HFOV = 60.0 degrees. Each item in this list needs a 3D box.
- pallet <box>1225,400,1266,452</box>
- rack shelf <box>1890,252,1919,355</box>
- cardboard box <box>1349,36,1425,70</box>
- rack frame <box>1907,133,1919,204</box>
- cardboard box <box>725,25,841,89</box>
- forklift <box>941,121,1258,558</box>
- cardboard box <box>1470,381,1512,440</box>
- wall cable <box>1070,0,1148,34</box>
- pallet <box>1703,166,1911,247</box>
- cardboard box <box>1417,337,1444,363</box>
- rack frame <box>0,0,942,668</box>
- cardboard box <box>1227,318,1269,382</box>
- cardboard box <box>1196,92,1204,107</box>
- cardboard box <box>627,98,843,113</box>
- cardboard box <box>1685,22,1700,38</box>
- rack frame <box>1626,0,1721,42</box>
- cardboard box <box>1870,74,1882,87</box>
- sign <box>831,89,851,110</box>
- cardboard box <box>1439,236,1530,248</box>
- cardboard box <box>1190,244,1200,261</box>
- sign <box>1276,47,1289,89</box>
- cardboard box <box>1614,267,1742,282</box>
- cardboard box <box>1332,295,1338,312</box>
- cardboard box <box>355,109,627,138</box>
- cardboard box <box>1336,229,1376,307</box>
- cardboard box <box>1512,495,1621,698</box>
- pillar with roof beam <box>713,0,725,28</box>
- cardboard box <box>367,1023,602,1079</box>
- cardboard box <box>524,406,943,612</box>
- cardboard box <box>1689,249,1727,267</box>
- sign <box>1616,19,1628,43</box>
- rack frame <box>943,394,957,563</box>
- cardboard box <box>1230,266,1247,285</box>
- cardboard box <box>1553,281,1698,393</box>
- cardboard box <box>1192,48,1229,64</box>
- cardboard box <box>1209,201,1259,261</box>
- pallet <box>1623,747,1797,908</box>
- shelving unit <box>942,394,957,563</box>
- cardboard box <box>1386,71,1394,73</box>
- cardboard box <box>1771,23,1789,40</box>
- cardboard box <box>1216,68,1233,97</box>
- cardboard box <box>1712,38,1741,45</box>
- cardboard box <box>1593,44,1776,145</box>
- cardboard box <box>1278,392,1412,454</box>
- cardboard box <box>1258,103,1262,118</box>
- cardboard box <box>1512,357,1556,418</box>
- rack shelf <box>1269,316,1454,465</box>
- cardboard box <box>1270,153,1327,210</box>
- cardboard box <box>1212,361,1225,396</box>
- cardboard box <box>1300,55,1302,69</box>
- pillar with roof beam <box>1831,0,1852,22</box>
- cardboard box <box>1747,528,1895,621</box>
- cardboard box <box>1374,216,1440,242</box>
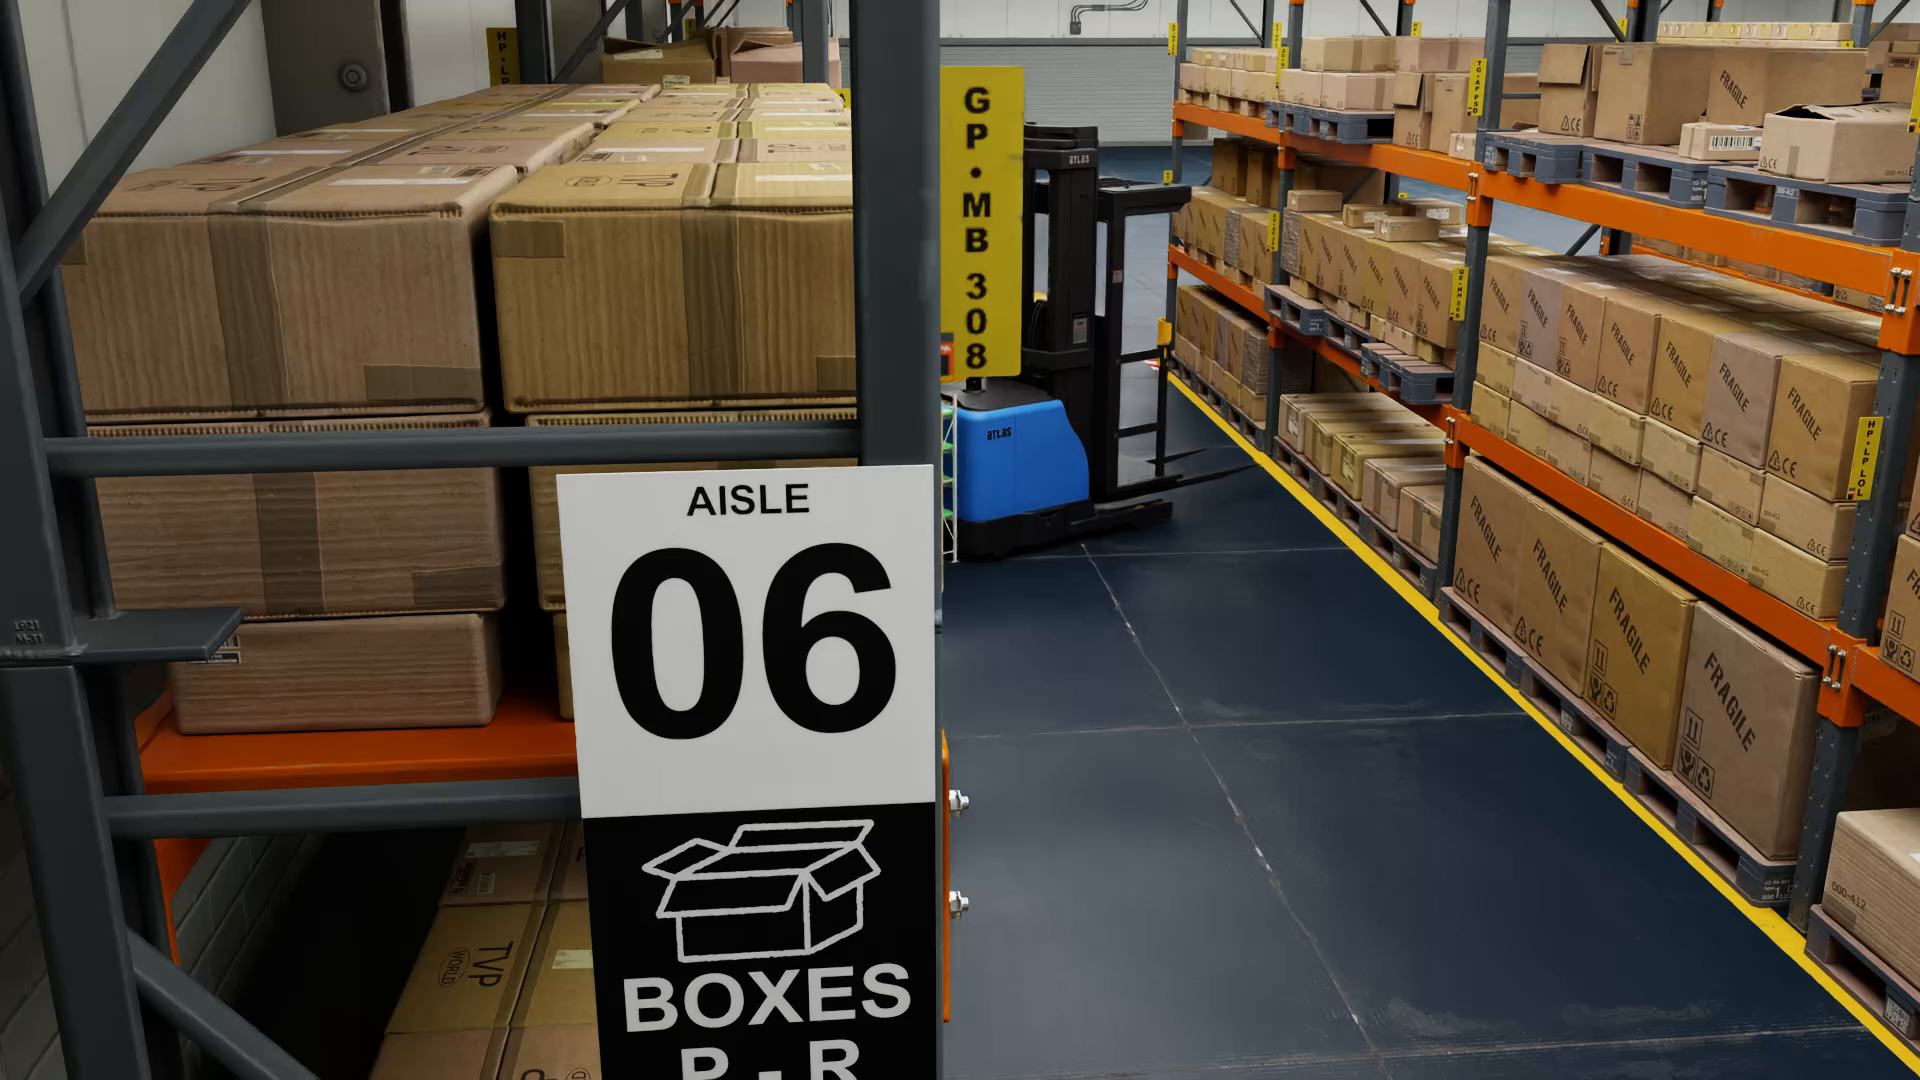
[{"bbox_3d":[3.071,-1.067,15.224,1.003,0.211,1.213,-2,18,-6],"label":"pallet"},{"bbox_3d":[4.207,-0.307,4.341,1.077,0.370,4.000,-2,18,-6],"label":"rack shelf"},{"bbox_3d":[3.362,-3.828,13.070,0.500,0.250,0.500,-1,17,-4],"label":"cardboard box"},{"bbox_3d":[4.001,-2.677,5.682,1.000,3.000,0.127,-2,18,-6],"label":"rack frame"},{"bbox_3d":[-0.620,-1.660,5.812,0.396,0.266,0.258,-2,18,-6],"label":"cardboard box"},{"bbox_3d":[0.993,-1.607,12.401,3.031,2.935,1.130,-13,21,-35],"label":"forklift"},{"bbox_3d":[3.389,-0.782,9.910,0.500,0.250,0.500,-2,18,-7],"label":"cardboard box"},{"bbox_3d":[4.363,-17.631,47.634,2.305,6.003,0.169,-2,18,-6],"label":"wall cable"},{"bbox_3d":[3.857,-1.427,7.025,0.805,0.209,1.217,-2,18,-8],"label":"pallet"},{"bbox_3d":[3.221,-1.255,10.886,0.380,0.149,0.250,-2,17,-5],"label":"cardboard box"},{"bbox_3d":[-0.523,-1.331,1.394,1.000,3.000,0.127,-2,18,-6],"label":"rack frame"},{"bbox_3d":[2.794,-1.764,15.427,0.500,0.500,0.500,-1,17,-5],"label":"cardboard box"},{"bbox_3d":[2.584,-4.437,16.715,0.380,0.149,0.250,-1,17,-4],"label":"cardboard box"},{"bbox_3d":[-0.539,-0.956,4.124,0.500,0.250,0.500,-1,17,-5],"label":"cardboard box"},{"bbox_3d":[7.498,-5.101,16.629,0.380,0.149,0.250,-2,18,-7],"label":"cardboard box"},{"bbox_3d":[7.677,-6.436,17.653,1.000,3.000,0.127,-2,18,-6],"label":"rack frame"},{"bbox_3d":[8.361,-4.137,14.890,0.380,0.149,0.250,-2,18,-5],"label":"cardboard box"},{"bbox_3d":[-0.397,-1.357,5.622,0.100,0.325,0.005,-2,18,-6],"label":"sign"},{"bbox_3d":[3.650,-1.851,11.701,0.500,0.500,0.500,-1,17,-5],"label":"cardboard box"},{"bbox_3d":[2.560,-2.930,16.920,0.380,0.149,0.250,-2,17,-5],"label":"cardboard box"},{"bbox_3d":[2.637,-3.857,13.585,0.100,0.325,0.005,-2,18,-6],"label":"sign"},{"bbox_3d":[3.963,-1.233,9.261,0.500,0.500,0.500,-1,17,-5],"label":"cardboard box"},{"bbox_3d":[3.049,-1.796,12.609,0.380,0.149,0.250,-2,18,-5],"label":"cardboard box"},{"bbox_3d":[-0.988,-0.791,3.600,0.500,0.250,0.500,-2,18,-6],"label":"cardboard box"},{"bbox_3d":[3.092,-1.990,12.145,0.500,0.500,0.500,-2,18,-8],"label":"cardboard box"},{"bbox_3d":[3.665,0.281,9.121,0.875,0.875,0.875,-2,17,-5],"label":"cardboard box"},{"bbox_3d":[-0.573,-11.359,33.334,9.100,9.000,0.400,-2,18,-6],"label":"pillar with roof beam"},{"bbox_3d":[-0.887,1.178,3.170,0.500,0.250,0.500,-2,18,-5],"label":"cardboard box"},{"bbox_3d":[-0.297,-0.111,2.269,0.500,0.250,0.500,-2,18,-6],"label":"cardboard box"},{"bbox_3d":[7.867,-3.045,16.619,0.875,0.550,0.500,-2,18,-6],"label":"cardboard box"},{"bbox_3d":[7.124,-5.444,17.910,0.100,0.325,0.005,-2,18,-6],"label":"sign"},{"bbox_3d":[-0.122,-0.399,11.444,0.240,1.200,0.015,-13,22,-35],"label":"rack frame"},{"bbox_3d":[2.732,-2.468,15.449,0.380,0.149,0.250,-2,18,-6],"label":"cardboard box"},{"bbox_3d":[3.495,-1.075,8.757,0.500,0.500,0.500,-1,17,-4],"label":"cardboard box"},{"bbox_3d":[2.597,-4.970,17.080,0.380,0.149,0.250,-2,18,-6],"label":"cardboard box"},{"bbox_3d":[2.707,-2.973,15.976,0.500,0.500,0.500,-2,18,-7],"label":"cardboard box"},{"bbox_3d":[3.846,1.288,7.723,1.003,0.211,1.213,-2,18,-6],"label":"pallet"},{"bbox_3d":[-0.270,-0.457,11.629,0.258,1.200,0.503,-13,22,-35],"label":"shelving unit"},{"bbox_3d":[3.427,-3.438,12.662,0.500,0.250,0.500,-2,17,-5],"label":"cardboard box"},{"bbox_3d":[7.658,-4.645,15.178,0.380,0.149,0.250,-1,17,-5],"label":"cardboard box"},{"bbox_3d":[2.704,-4.277,15.539,0.500,0.250,0.500,-1,17,-4],"label":"cardboard box"},{"bbox_3d":[7.628,-4.720,16.082,0.500,0.250,0.500,-2,18,-6],"label":"cardboard box"},{"bbox_3d":[3.880,-2.397,8.928,0.700,0.500,0.500,-3,18,-8],"label":"cardboard box"},{"bbox_3d":[3.232,-0.989,14.006,0.950,0.372,0.625,-2,17,-5],"label":"cardboard box"},{"bbox_3d":[2.872,-3.825,14.764,0.380,0.149,0.250,-2,18,-8],"label":"cardboard box"},{"bbox_3d":[3.447,-0.861,9.328,0.500,0.250,0.500,-1,17,-4],"label":"cardboard box"},{"bbox_3d":[3.382,-1.260,12.382,1.077,0.370,4.000,-2,18,-6],"label":"rack shelf"},{"bbox_3d":[3.290,-3.306,15.368,0.700,0.500,0.500,-2,18,-7],"label":"cardboard box"},{"bbox_3d":[2.735,-1.565,16.043,0.500,0.250,0.500,-2,17,-5],"label":"cardboard box"},{"bbox_3d":[2.926,-3.978,13.920,0.380,0.149,0.250,-1,17,-4],"label":"cardboard box"},{"bbox_3d":[20.958,-15.641,46.974,9.100,9.000,0.400,-2,18,-6],"label":"pillar with roof beam"},{"bbox_3d":[3.704,0.131,7.004,0.500,0.250,0.500,-2,18,-7],"label":"cardboard box"},{"bbox_3d":[3.139,-2.185,11.682,0.380,0.149,0.250,-3,18,-8],"label":"cardboard box"}]
